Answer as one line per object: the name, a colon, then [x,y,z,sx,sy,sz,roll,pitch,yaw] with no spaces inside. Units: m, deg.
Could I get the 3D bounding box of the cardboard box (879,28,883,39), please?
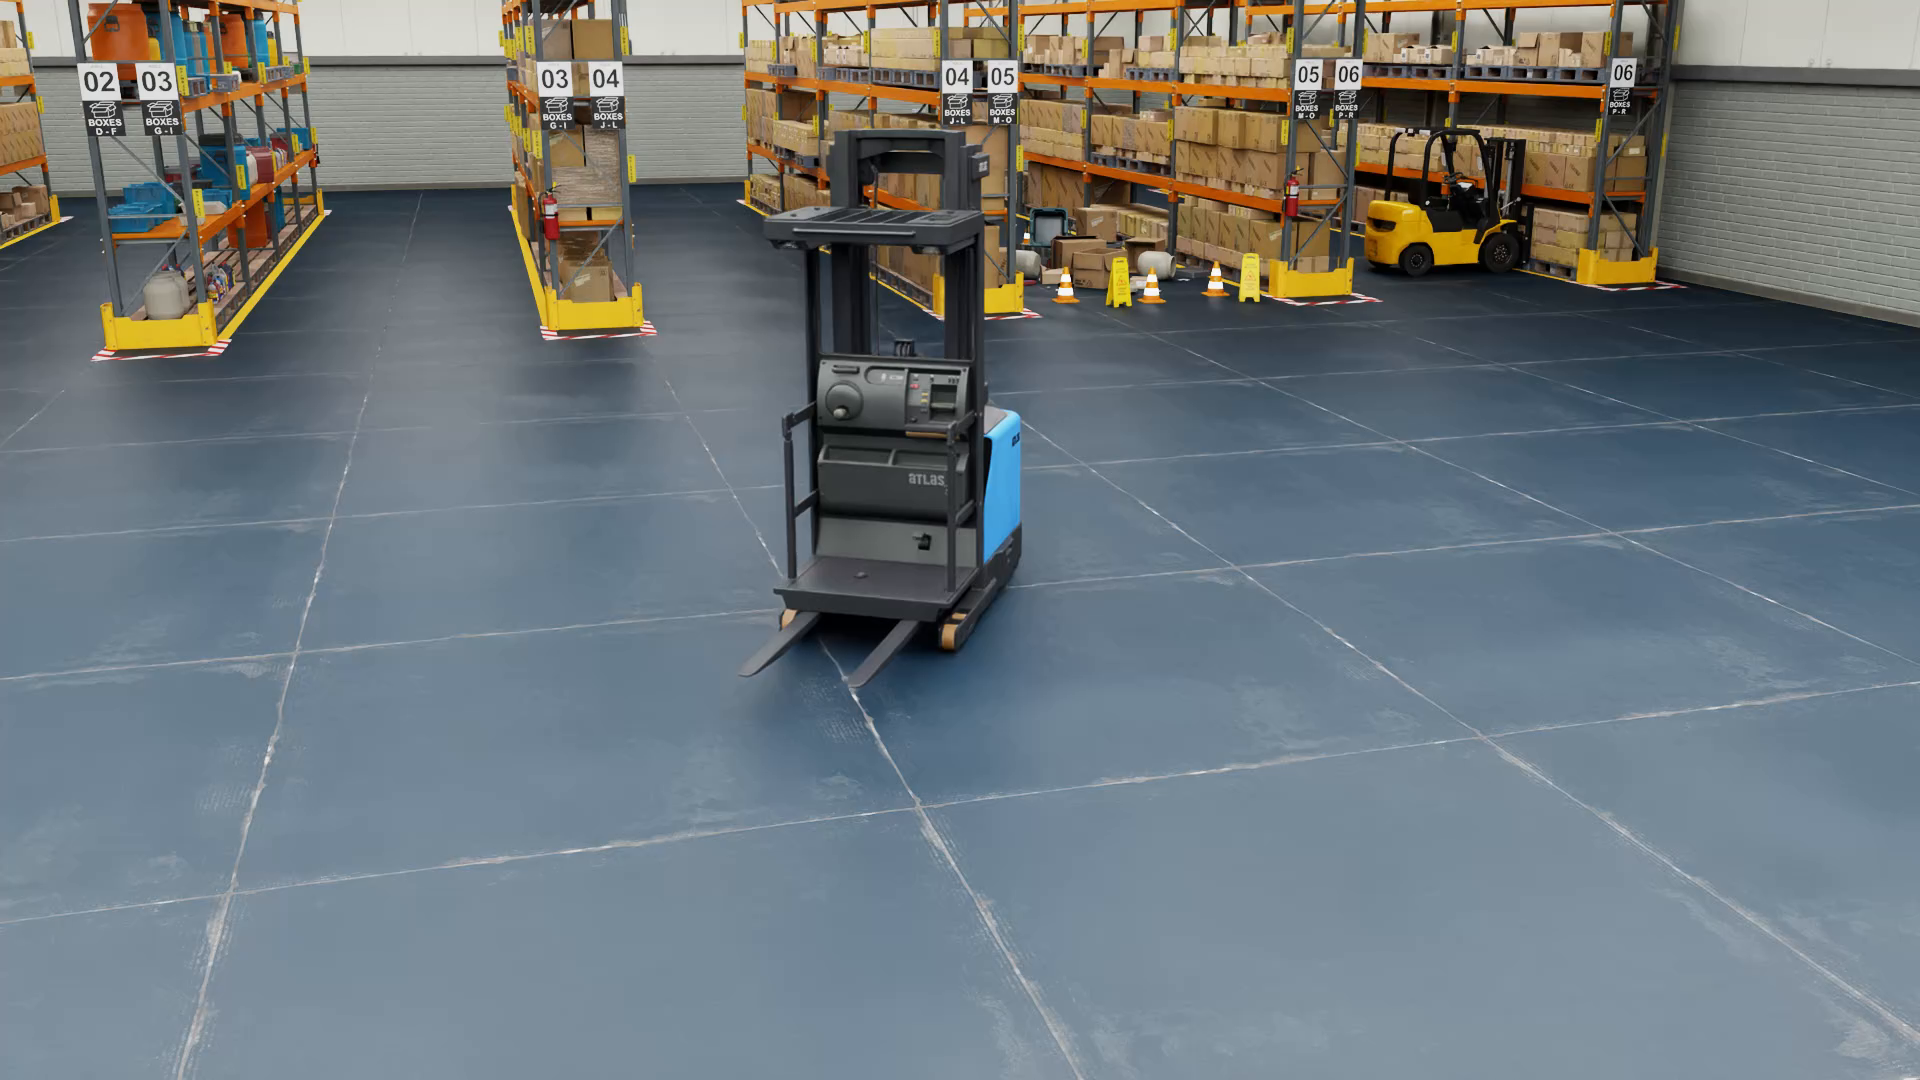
cardboard box: [-0.949,-7.254,23.819,0.380,0.149,0.250,-5,17,-16]

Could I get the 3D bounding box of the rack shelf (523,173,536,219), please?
rack shelf: [-6.209,-5.419,26.029,1.077,0.370,4.000,-5,17,-15]

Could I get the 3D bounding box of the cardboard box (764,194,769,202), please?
cardboard box: [-3.886,-7.133,34.709,0.380,0.149,0.250,-5,17,-15]

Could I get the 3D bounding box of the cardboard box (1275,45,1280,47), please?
cardboard box: [6.523,-9.840,33.297,0.380,0.149,0.250,-5,17,-15]

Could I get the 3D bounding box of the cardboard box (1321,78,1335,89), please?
cardboard box: [5.190,-6.321,23.005,0.380,0.149,0.250,-5,17,-15]

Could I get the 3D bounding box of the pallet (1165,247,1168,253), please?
pallet: [3.654,-4.874,27.810,1.003,0.211,1.213,-5,17,-15]

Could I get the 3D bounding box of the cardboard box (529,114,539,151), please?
cardboard box: [-5.780,-5.735,23.402,0.500,0.500,0.500,-5,17,-15]

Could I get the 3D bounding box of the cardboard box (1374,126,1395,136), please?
cardboard box: [7.711,-7.385,30.021,0.380,0.149,0.250,-4,17,-14]

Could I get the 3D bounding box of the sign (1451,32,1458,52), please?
sign: [8.122,-8.177,27.299,0.100,0.325,0.005,-5,17,-15]

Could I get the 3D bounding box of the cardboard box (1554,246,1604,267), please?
cardboard box: [9.307,-4.270,25.004,0.500,0.250,0.500,-5,17,-15]

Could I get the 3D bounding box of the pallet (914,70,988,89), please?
pallet: [0.023,-6.067,21.875,1.003,0.211,1.213,-5,17,-15]

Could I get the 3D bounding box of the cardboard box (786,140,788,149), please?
cardboard box: [-3.031,-7.362,30.954,0.380,0.149,0.250,-5,17,-16]

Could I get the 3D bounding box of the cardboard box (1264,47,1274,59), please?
cardboard box: [4.470,-6.799,23.210,0.380,0.149,0.250,-5,17,-16]

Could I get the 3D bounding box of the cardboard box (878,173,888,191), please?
cardboard box: [-0.750,-5.545,24.938,0.875,0.550,0.550,-5,17,-15]

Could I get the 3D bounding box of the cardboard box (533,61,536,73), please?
cardboard box: [-5.076,-5.860,20.601,0.380,0.149,0.250,-5,18,-18]

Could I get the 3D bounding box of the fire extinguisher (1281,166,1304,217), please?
fire extinguisher: [4.557,-4.782,22.793,0.296,0.674,0.183,-5,17,-15]

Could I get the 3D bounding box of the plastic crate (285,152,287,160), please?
plastic crate: [-12.610,-7.074,30.643,0.396,0.136,0.243,-5,17,-15]

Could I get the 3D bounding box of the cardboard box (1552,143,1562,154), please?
cardboard box: [9.207,-5.928,25.170,0.380,0.149,0.250,-5,17,-16]

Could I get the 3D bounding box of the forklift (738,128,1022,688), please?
forklift: [-0.458,-0.872,9.759,1.130,2.935,3.031,4,17,14]

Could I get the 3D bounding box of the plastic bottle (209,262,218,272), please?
plastic bottle: [-10.106,-3.594,22.543,0.144,0.351,0.185,-5,17,-15]

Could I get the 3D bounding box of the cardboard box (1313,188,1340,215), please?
cardboard box: [7.219,-6.598,32.318,0.500,0.500,0.500,-4,17,-14]

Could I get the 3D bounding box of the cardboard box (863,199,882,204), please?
cardboard box: [-1.381,-5.130,26.997,1.050,0.750,0.750,-5,17,-15]

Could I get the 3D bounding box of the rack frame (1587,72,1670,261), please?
rack frame: [9.740,-5.281,24.319,1.000,3.000,0.127,-5,17,-15]

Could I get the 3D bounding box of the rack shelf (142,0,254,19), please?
rack shelf: [-10.971,-7.709,23.920,1.077,0.370,4.000,-5,17,-15]

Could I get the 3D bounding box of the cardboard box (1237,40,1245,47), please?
cardboard box: [6.072,-10.468,35.246,0.500,0.250,0.500,-5,17,-15]

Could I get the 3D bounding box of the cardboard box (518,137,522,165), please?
cardboard box: [-7.696,-7.047,30.023,0.500,0.500,0.500,-5,17,-17]

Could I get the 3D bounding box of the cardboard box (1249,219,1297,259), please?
cardboard box: [4.498,-4.332,23.905,0.500,0.500,0.500,-5,17,-15]

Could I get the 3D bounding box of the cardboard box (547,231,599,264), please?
cardboard box: [-5.807,-4.396,24.951,0.700,0.500,0.500,-6,18,-20]

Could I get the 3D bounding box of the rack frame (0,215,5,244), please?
rack frame: [-17.384,-6.641,28.847,1.000,3.000,0.127,-5,17,-15]

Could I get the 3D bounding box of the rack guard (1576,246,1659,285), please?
rack guard: [9.747,-4.077,24.656,1.175,0.500,0.348,-5,17,-15]

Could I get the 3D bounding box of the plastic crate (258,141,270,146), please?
plastic crate: [-13.606,-7.628,32.320,0.416,0.233,0.300,-5,17,-15]

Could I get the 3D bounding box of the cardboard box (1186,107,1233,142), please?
cardboard box: [3.901,-6.381,25.553,0.700,0.500,0.500,-5,17,-15]

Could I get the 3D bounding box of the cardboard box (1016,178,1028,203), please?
cardboard box: [1.601,-7.363,34.974,0.875,0.438,0.875,-5,17,-16]

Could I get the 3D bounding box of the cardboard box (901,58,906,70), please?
cardboard box: [-0.599,-6.521,22.764,0.380,0.149,0.250,-4,17,-15]

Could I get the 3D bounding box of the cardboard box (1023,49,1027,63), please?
cardboard box: [1.472,-9.614,33.034,0.396,0.266,0.258,-5,17,-16]

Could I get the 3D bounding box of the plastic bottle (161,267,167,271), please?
plastic bottle: [-10.547,-3.453,22.072,0.144,0.351,0.185,-5,18,-18]

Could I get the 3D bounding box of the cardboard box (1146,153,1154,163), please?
cardboard box: [3.302,-6.338,27.545,0.380,0.149,0.250,-5,17,-16]

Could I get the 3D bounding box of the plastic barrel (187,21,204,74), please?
plastic barrel: [-10.950,-6.800,23.290,0.600,0.901,0.600,0,17,0]

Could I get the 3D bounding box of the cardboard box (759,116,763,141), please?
cardboard box: [-3.862,-8.515,34.395,0.500,0.500,0.500,-5,17,-17]

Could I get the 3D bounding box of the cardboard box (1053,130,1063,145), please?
cardboard box: [2.088,-7.663,31.642,0.500,0.250,0.500,-5,17,-17]

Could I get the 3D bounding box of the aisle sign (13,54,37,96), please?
aisle sign: [-18.207,-9.036,32.300,0.394,0.787,0.004,-5,17,-15]

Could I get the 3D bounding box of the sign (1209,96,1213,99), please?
sign: [5.882,-10.451,38.968,0.100,0.325,0.005,-5,17,-15]

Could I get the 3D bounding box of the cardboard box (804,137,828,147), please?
cardboard box: [-2.535,-7.005,29.248,0.380,0.149,0.250,-4,17,-14]

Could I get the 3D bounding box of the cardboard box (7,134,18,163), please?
cardboard box: [-17.541,-7.132,30.306,0.500,0.500,0.500,-5,17,-16]

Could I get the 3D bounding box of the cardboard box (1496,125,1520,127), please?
cardboard box: [9.048,-6.751,27.395,0.380,0.149,0.250,-5,17,-17]

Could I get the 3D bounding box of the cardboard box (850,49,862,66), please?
cardboard box: [-1.413,-7.513,25.891,0.500,0.250,0.500,-5,17,-16]

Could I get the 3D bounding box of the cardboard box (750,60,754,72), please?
cardboard box: [-4.142,-9.968,34.970,0.500,0.250,0.500,-4,17,-13]

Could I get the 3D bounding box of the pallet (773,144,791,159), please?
pallet: [-2.991,-7.473,31.949,1.003,0.211,1.213,-5,17,-15]

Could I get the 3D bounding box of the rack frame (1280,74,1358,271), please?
rack frame: [4.969,-4.888,23.009,1.000,3.000,0.127,-5,17,-15]

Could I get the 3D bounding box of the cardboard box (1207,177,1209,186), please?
cardboard box: [4.007,-5.482,25.424,0.380,0.149,0.250,-5,17,-16]

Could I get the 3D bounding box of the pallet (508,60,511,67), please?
pallet: [-8.404,-9.381,32.910,1.003,0.211,1.213,-5,17,-15]

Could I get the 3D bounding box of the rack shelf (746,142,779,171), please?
rack shelf: [-3.611,-7.996,34.608,1.077,0.370,4.000,-5,17,-15]
